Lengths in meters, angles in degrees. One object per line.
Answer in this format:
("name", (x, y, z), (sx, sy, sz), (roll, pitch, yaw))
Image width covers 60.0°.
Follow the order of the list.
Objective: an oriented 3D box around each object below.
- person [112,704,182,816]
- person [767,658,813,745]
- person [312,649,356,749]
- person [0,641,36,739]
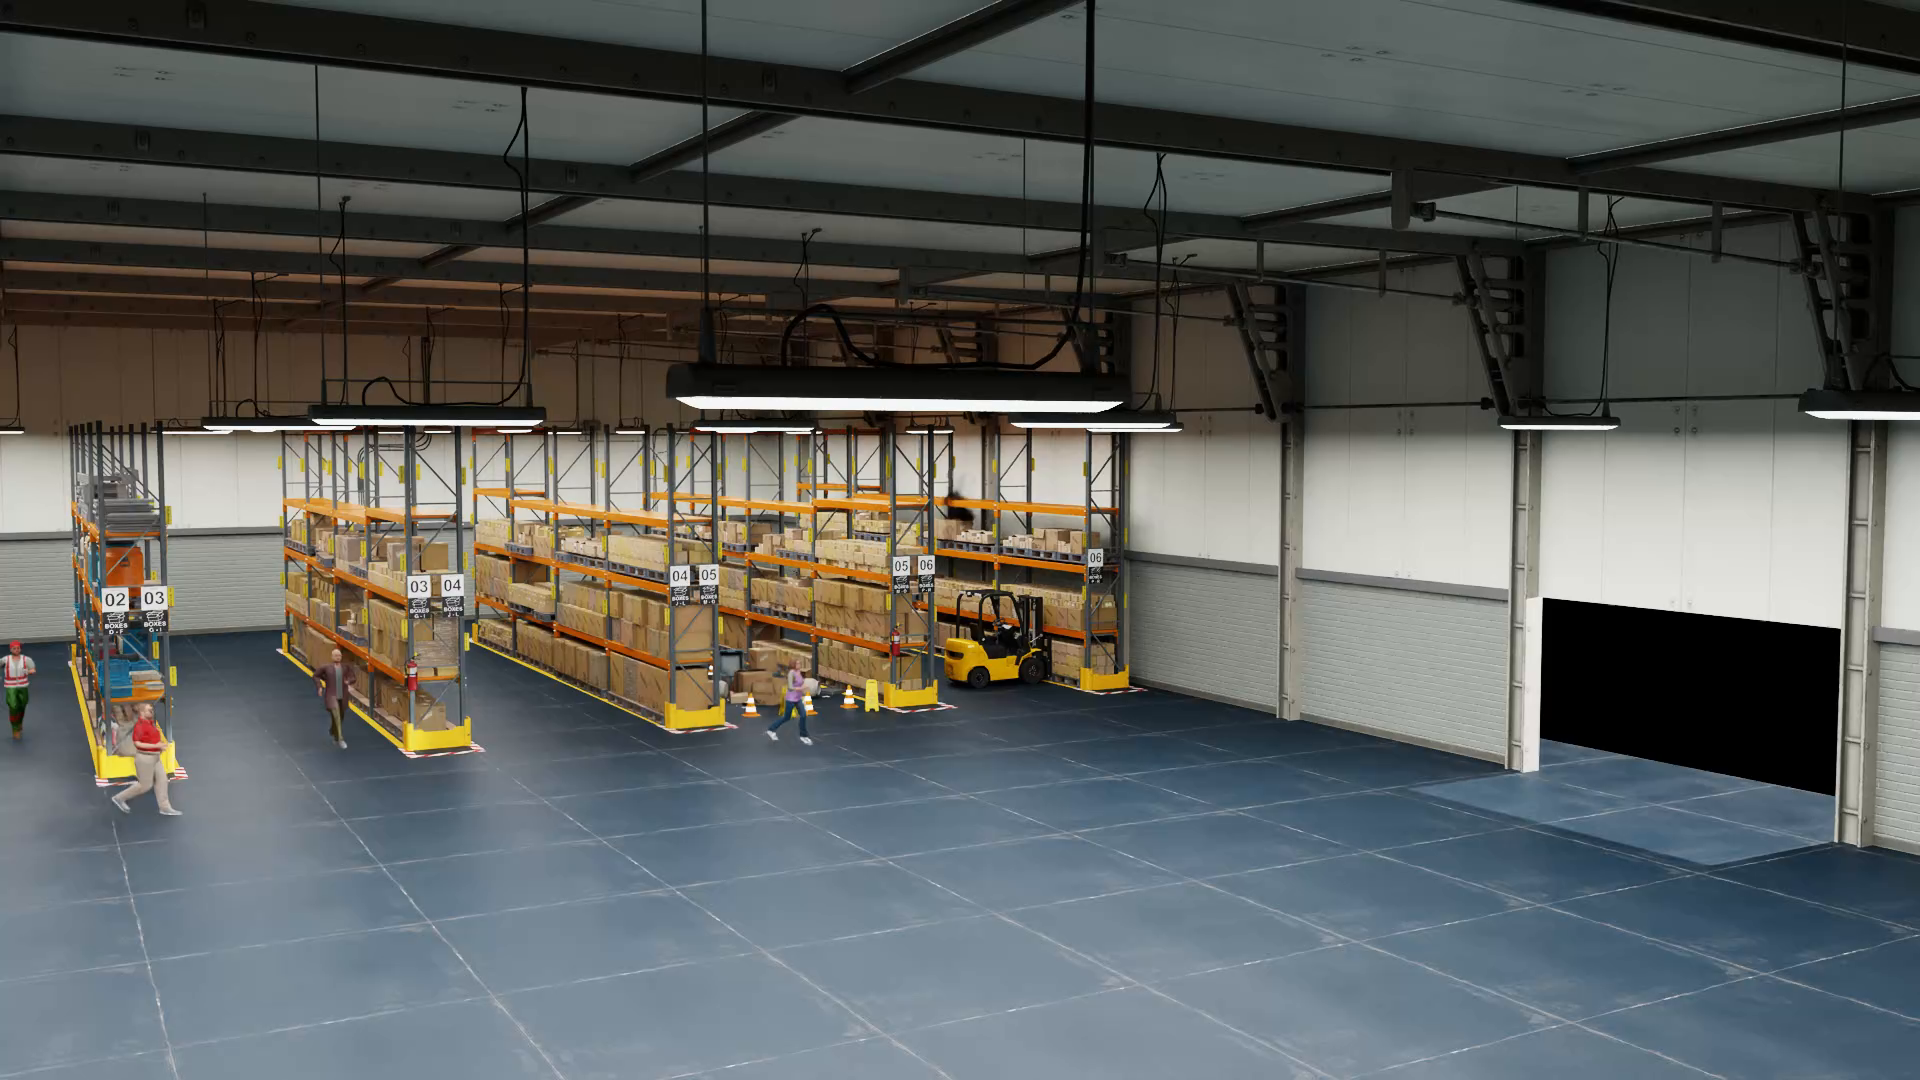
("person", (-12.216, 3.315, 24.968), (0.954, 1.725, 0.664), (-1, 4, -8))
("person", (-3.155, 3.005, 31.012), (0.874, 1.619, 0.549), (1, 4, 20))
("person", (-11.490, 2.903, 30.670), (0.711, 1.778, 0.980), (-3, 5, -42))
("person", (-18.061, 2.835, 31.835), (0.655, 1.810, 0.925), (-3, 5, -39))
